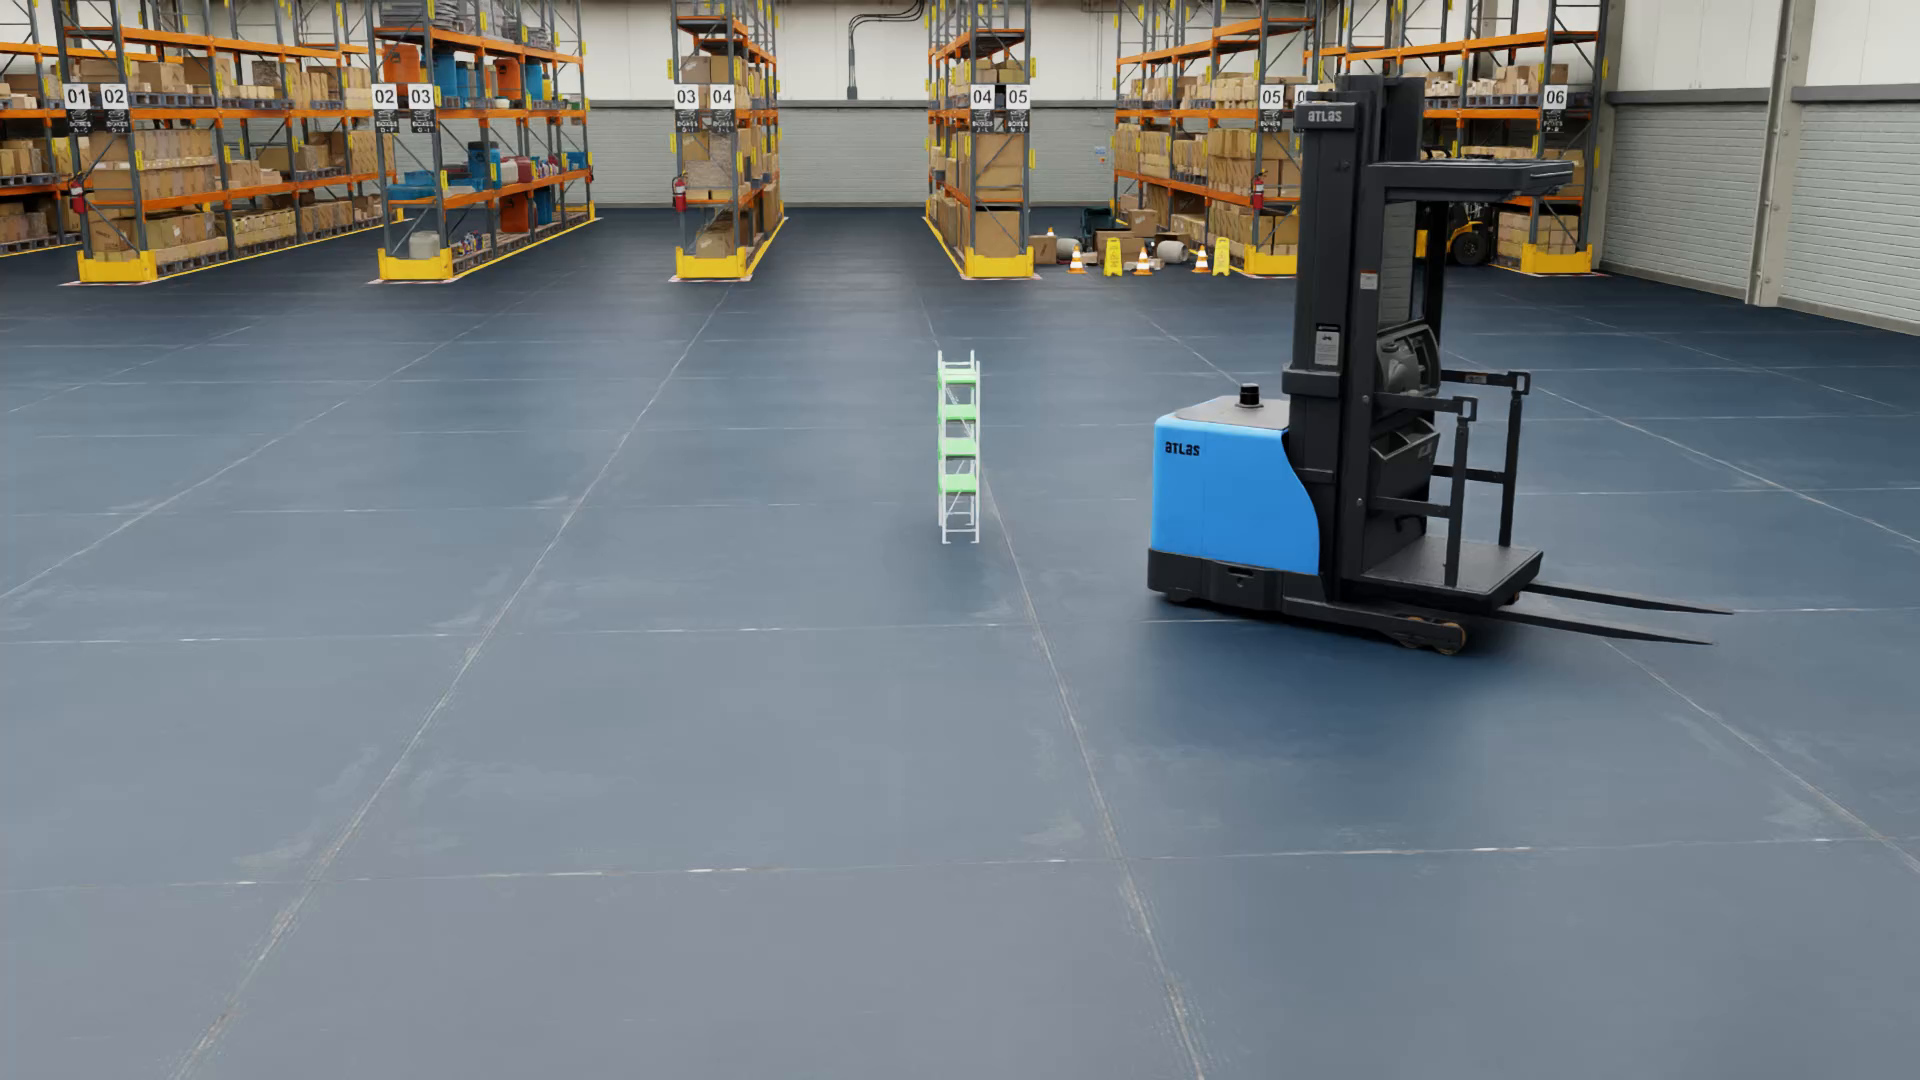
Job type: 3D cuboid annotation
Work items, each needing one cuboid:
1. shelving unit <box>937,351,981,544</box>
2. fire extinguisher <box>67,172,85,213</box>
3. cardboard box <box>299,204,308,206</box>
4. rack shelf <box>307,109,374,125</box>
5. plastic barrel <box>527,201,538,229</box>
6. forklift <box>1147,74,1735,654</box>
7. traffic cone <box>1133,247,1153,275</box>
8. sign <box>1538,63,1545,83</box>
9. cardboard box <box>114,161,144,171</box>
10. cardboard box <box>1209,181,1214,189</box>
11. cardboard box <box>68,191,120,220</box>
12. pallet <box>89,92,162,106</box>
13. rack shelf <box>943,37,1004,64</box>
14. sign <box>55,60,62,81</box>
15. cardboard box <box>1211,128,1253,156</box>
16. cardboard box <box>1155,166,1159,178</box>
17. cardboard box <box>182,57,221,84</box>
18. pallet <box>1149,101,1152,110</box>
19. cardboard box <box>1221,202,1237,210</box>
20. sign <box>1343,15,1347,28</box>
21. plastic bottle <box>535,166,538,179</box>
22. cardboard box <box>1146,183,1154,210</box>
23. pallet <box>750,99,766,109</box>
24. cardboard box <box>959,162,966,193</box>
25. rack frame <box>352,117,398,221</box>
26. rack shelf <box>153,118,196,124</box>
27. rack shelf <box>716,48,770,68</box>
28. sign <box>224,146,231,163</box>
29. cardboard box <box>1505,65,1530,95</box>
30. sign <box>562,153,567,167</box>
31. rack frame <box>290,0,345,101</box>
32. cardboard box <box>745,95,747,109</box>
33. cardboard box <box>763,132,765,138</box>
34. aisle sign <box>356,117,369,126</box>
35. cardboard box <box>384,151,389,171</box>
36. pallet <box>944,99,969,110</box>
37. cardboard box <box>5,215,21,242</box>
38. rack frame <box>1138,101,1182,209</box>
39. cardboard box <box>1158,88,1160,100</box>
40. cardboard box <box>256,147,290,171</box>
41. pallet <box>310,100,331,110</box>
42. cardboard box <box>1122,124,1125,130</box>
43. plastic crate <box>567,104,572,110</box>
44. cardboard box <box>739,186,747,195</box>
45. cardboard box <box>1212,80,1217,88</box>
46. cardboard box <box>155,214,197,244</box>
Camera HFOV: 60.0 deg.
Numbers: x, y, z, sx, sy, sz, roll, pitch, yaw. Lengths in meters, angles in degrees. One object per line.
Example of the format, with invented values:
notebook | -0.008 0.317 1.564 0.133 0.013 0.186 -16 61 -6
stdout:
shelving unit | -0.010 -0.622 11.037 0.258 1.200 0.503 -1 14 -3
fire extinguisher | -14.624 -5.756 27.535 0.296 0.674 0.183 -1 14 -3
cardboard box | -15.026 -7.311 37.554 0.500 0.500 0.500 -1 14 -6
rack shelf | -15.035 -10.417 40.916 1.077 0.370 4.000 -1 14 -3
plastic barrel | -9.837 -7.333 37.505 0.600 0.588 0.708 -1 14 -3
forklift | 2.602 -0.971 8.918 3.031 2.935 1.130 9 17 32
traffic cone | 3.210 -4.892 29.112 0.336 0.463 0.334 -1 14 -3
sign | 10.022 -8.051 28.661 0.100 0.325 0.005 -1 14 -3
cardboard box | -13.977 -6.294 27.966 0.380 0.149 0.250 -1 14 -4
cardboard box | 5.062 -6.925 32.427 0.380 0.149 0.250 -1 14 -4
cardboard box | -19.627 -7.519 37.702 0.750 0.750 0.750 0 14 -2
pallet | -14.186 -7.417 27.990 1.003 0.211 1.213 -1 14 -3
rack shelf | 0.305 -9.889 33.649 1.077 0.370 4.000 -1 14 -3
sign | -14.710 -7.669 27.174 0.100 0.325 0.005 -1 14 -3
cardboard box | 5.184 -7.567 31.612 0.700 0.500 0.500 -1 14 -3
cardboard box | 4.762 -8.426 38.058 0.500 0.250 0.500 -1 14 -4
cardboard box | -14.414 -8.926 31.631 0.500 0.500 0.500 -1 14 -3
pallet | 4.973 -10.253 39.219 0.805 0.209 1.217 -1 15 -6
cardboard box | 5.131 -6.302 31.367 0.380 0.149 0.250 0 14 0
sign | 10.129 -13.630 43.750 0.100 0.325 0.005 -1 14 -3
plastic bottle | -9.429 -8.158 36.948 0.061 0.283 0.133 -1 14 -3
cardboard box | 4.986 -8.141 40.070 0.875 0.875 0.875 0 14 -2
pallet | -4.527 -8.752 33.379 1.213 0.211 1.003 -1 14 -3
cardboard box | 0.436 -6.737 30.890 0.875 0.550 0.550 -1 14 -3
rack frame | -15.159 -9.810 43.133 1.000 3.000 0.127 -1 14 -3
rack shelf | -19.979 -10.339 40.615 1.077 0.370 4.000 -1 14 -3
rack shelf | -4.900 -10.833 37.316 1.077 0.370 4.000 -1 14 -3
sign | -13.862 -7.292 31.451 0.100 0.325 0.005 -1 14 -3
cardboard box | 10.330 -8.329 30.112 0.700 0.500 0.500 -1 14 -3
sign | -9.418 -9.032 39.557 0.100 0.325 0.005 -1 14 -3
rack frame | -14.911 -11.720 38.519 1.000 3.000 0.127 -1 14 -3
cardboard box | -4.217 -8.118 30.839 0.500 0.250 0.500 -1 14 -2
cardboard box | -4.976 -9.342 39.103 0.797 0.503 0.637 -1 14 -5
aisle sign | -15.456 -11.081 42.857 0.394 0.787 0.004 -1 14 -3
cardboard box | -14.824 -9.622 42.203 0.500 0.500 0.500 -1 14 -3
pallet | 0.274 -9.225 35.221 1.213 0.211 1.003 0 14 -1
cardboard box | -19.536 -6.314 33.680 0.700 0.500 0.500 -1 14 -4
rack frame | 4.867 -9.120 40.452 1.000 3.000 0.127 -1 14 -3
cardboard box | 4.680 -10.053 37.486 0.396 0.266 0.258 -1 14 -5
cardboard box | -14.815 -8.227 35.937 0.700 0.500 0.500 -6 16 -22
pallet | -14.874 -9.755 37.279 1.213 0.211 1.003 -1 14 -3
cardboard box | 4.388 -10.673 42.980 0.380 0.149 0.250 -1 14 -5
plastic crate | -9.839 -10.700 41.103 0.437 0.136 0.530 -1 14 -3
cardboard box | -4.056 -6.310 30.035 0.380 0.149 0.250 -1 14 -3
cardboard box | 5.057 -8.764 31.953 0.380 0.149 0.250 -1 14 -4
cardboard box | -14.069 -5.575 29.846 0.500 0.500 0.500 -1 14 -3
